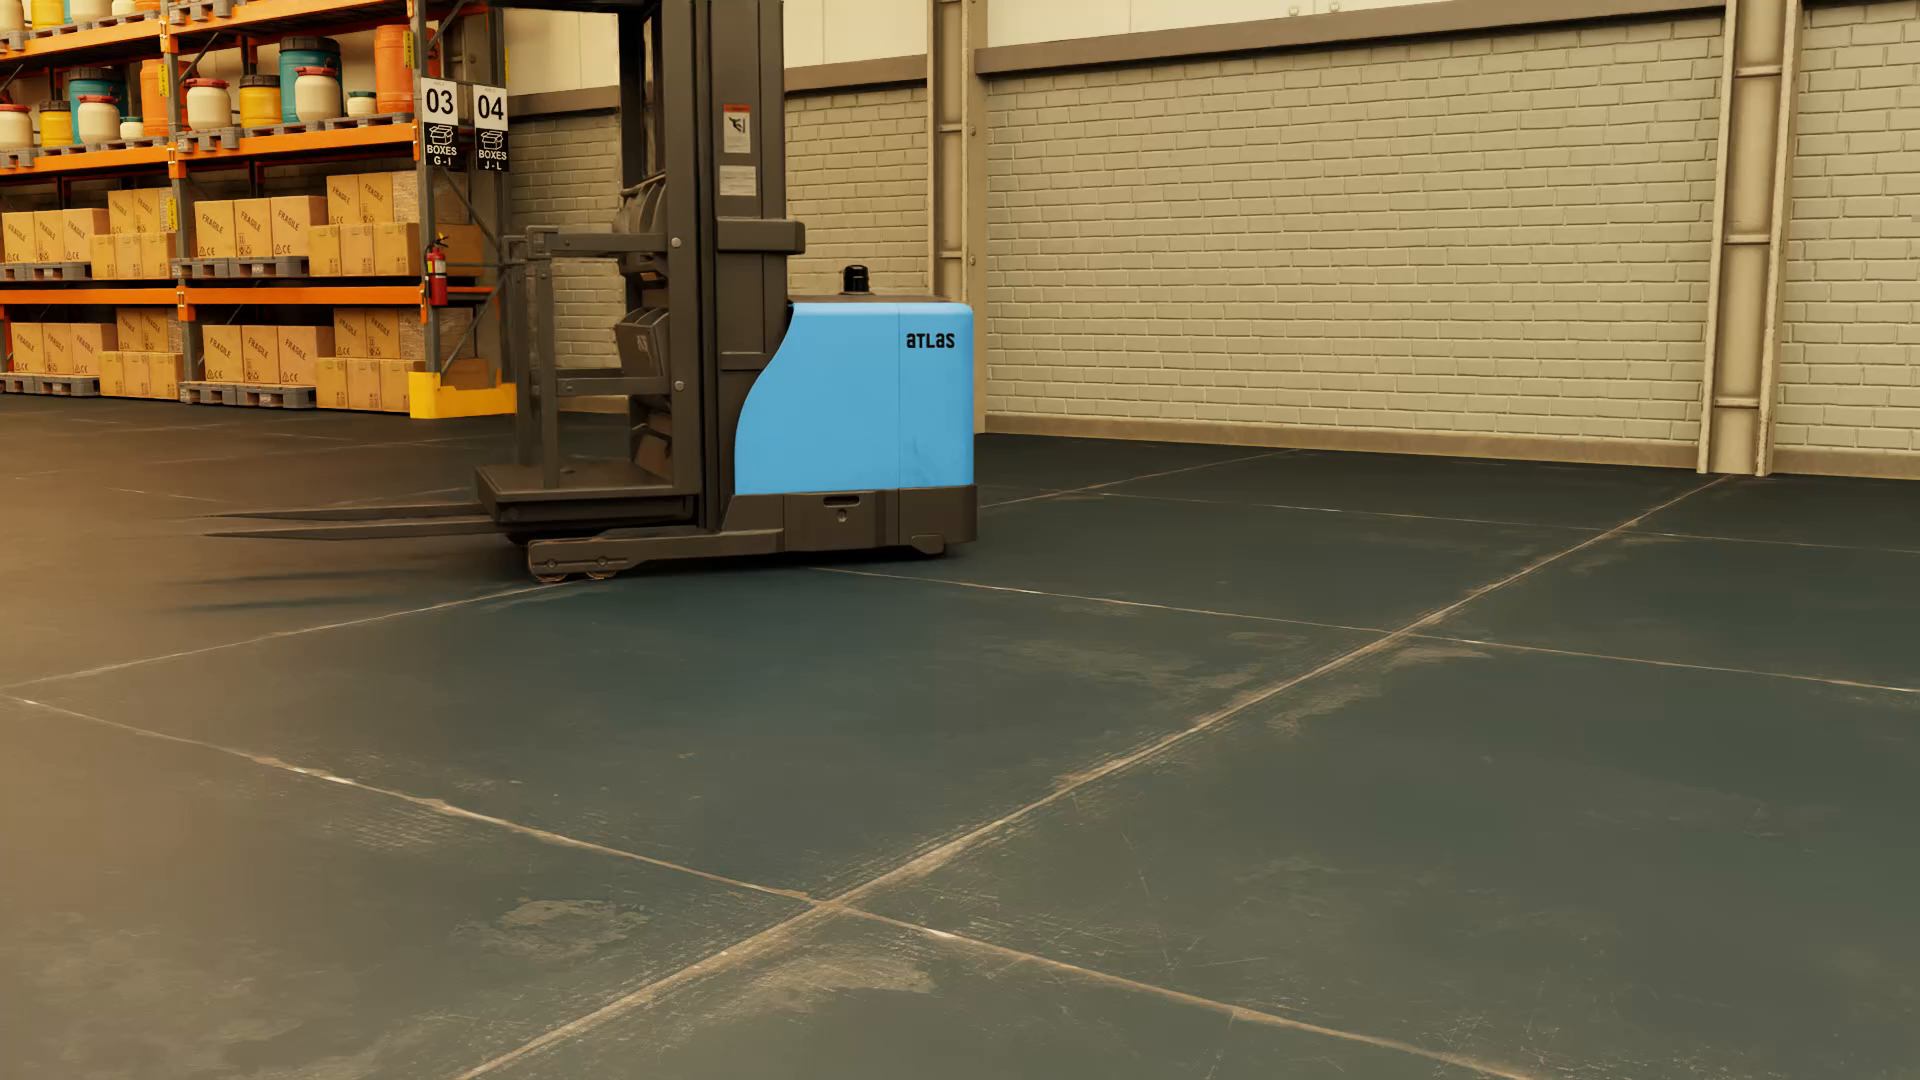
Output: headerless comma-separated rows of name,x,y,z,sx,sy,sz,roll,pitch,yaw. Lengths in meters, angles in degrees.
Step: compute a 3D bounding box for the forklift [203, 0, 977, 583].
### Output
forklift,-1.501,-1.369,6.822,3.031,2.935,1.130,-3,9,-20
